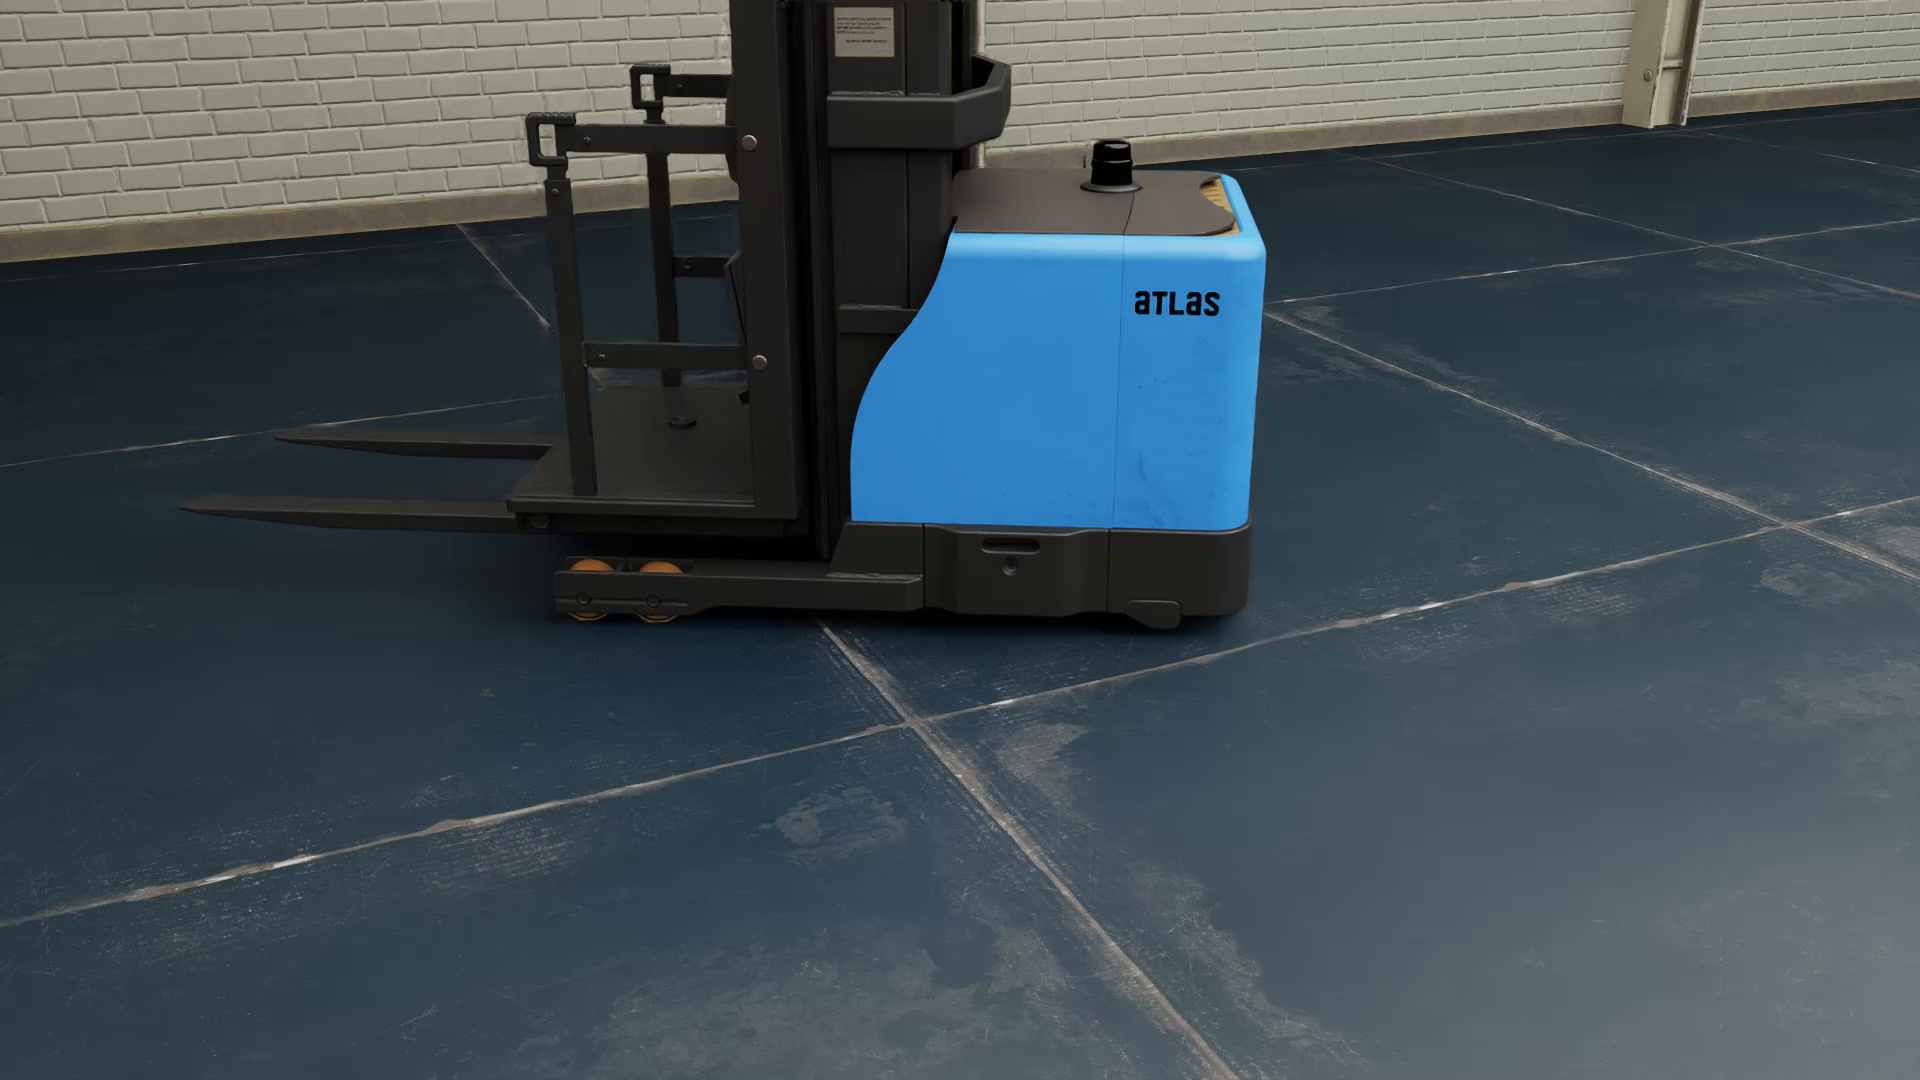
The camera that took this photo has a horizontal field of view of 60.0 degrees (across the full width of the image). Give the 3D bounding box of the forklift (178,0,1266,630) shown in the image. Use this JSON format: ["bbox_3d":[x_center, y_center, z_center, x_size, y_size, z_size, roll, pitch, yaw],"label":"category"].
[{"bbox_3d":[-0.701,-1.325,4.475,3.031,2.935,1.130,2,23,4],"label":"forklift"}]
